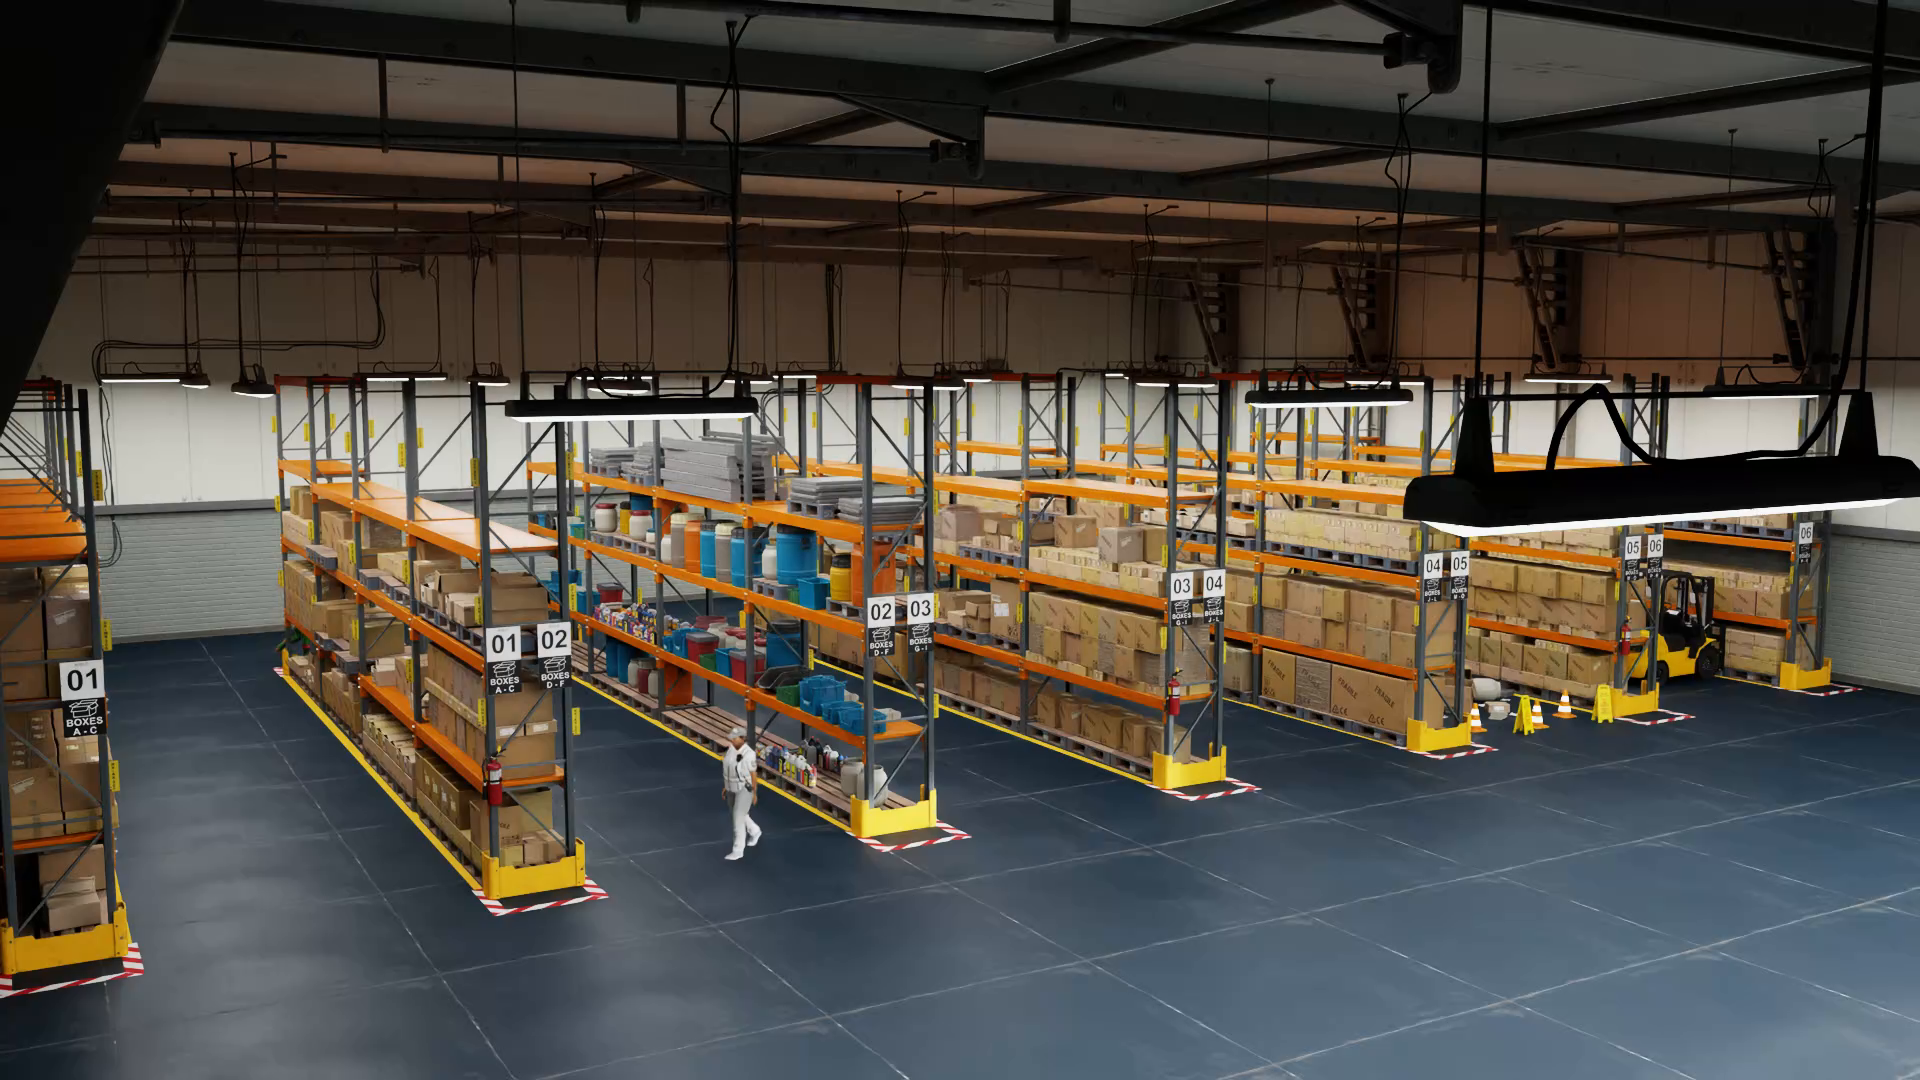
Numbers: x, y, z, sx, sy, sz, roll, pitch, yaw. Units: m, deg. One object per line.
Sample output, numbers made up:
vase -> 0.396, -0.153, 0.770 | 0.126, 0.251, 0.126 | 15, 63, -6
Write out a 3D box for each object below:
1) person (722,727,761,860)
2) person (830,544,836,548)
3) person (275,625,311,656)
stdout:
person -> -2.783, 3.188, 21.256 | 0.471, 1.636, 0.809 | 6, 9, 44
person -> -3.282, 0.856, 43.106 | 1.028, 1.539, 0.466 | 0, 6, -1
person -> -13.861, 1.650, 34.701 | 0.832, 1.768, 0.510 | -4, 8, -34
